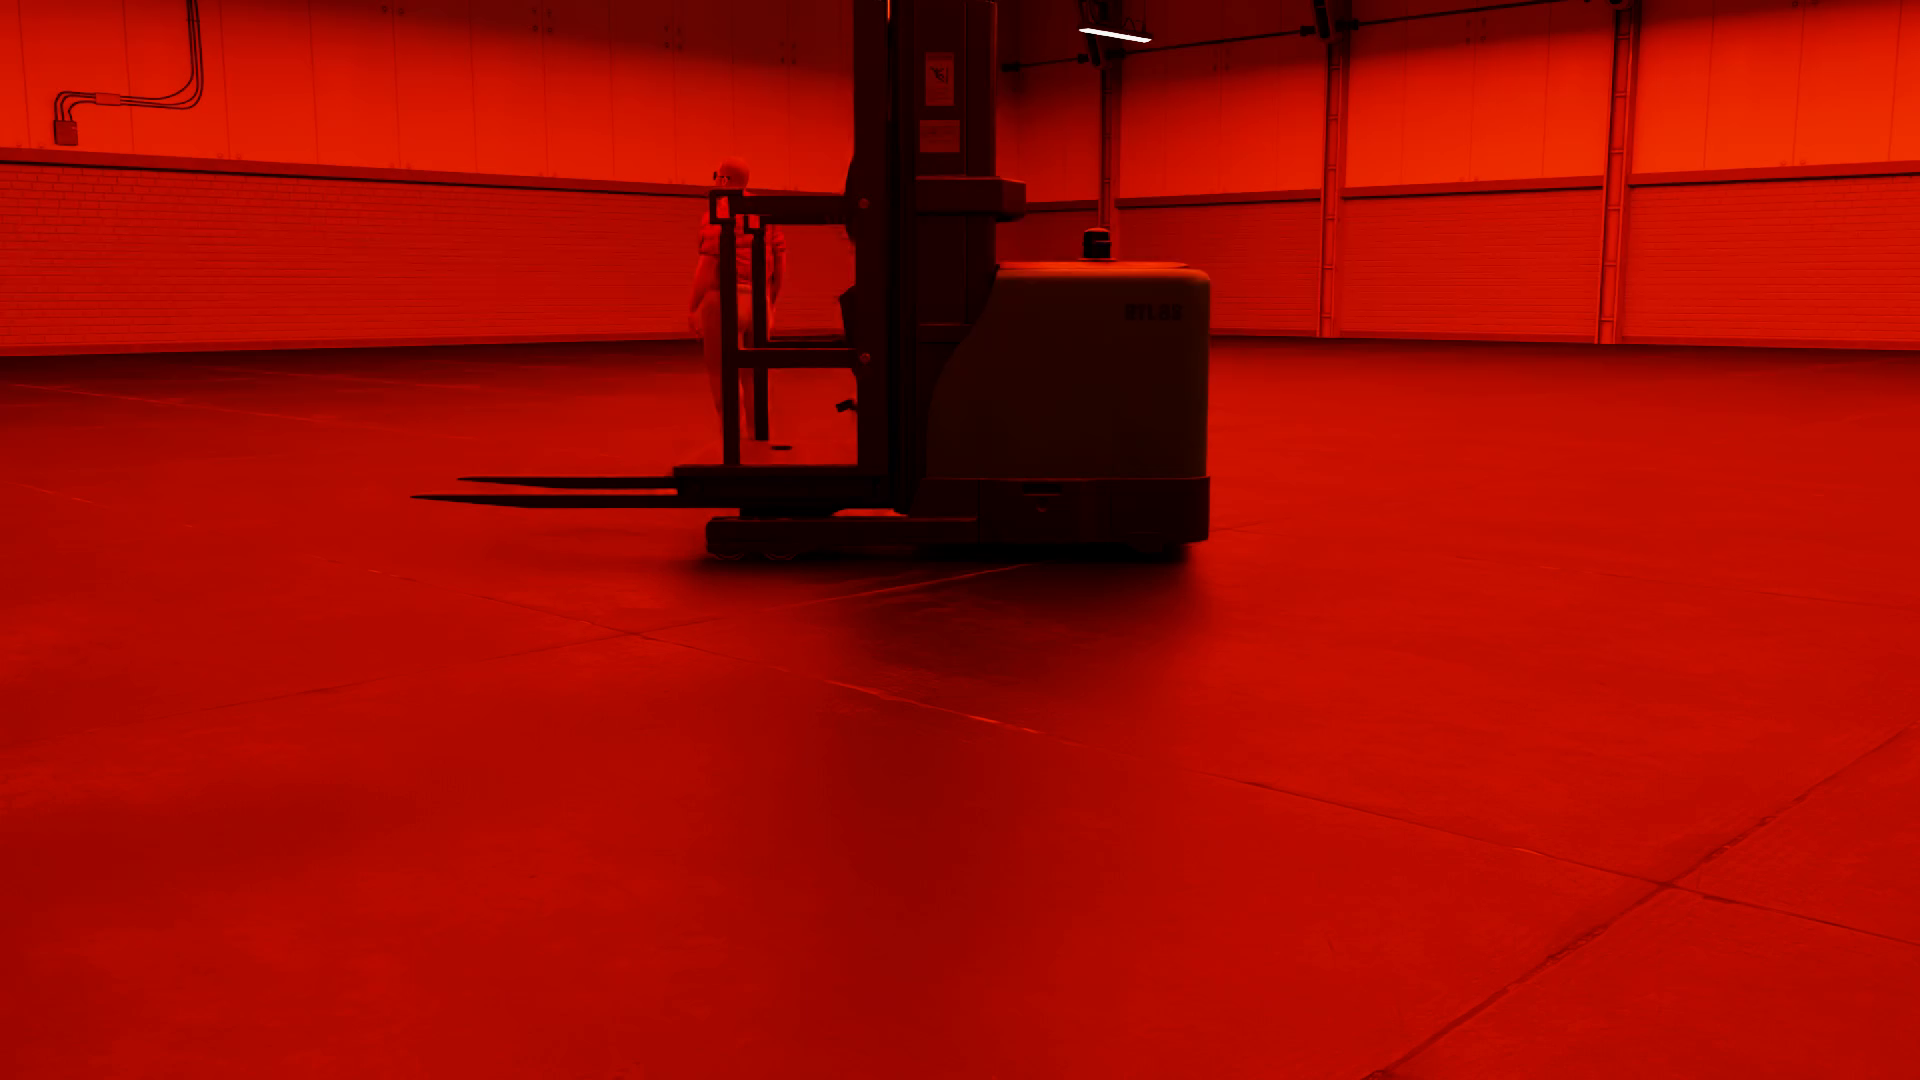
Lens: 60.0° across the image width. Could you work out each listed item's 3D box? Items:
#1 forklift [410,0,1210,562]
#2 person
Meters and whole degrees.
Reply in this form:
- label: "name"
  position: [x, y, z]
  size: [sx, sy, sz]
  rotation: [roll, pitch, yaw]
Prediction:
- label: "forklift"
  position: [-0.581, -1.446, 6.476]
  size: [3.031, 2.935, 1.130]
  rotation: [0, 9, 0]
- label: "person"
  position: [-1.342, -1.311, 9.584]
  size: [0.551, 1.724, 0.640]
  rotation: [8, 12, 44]
